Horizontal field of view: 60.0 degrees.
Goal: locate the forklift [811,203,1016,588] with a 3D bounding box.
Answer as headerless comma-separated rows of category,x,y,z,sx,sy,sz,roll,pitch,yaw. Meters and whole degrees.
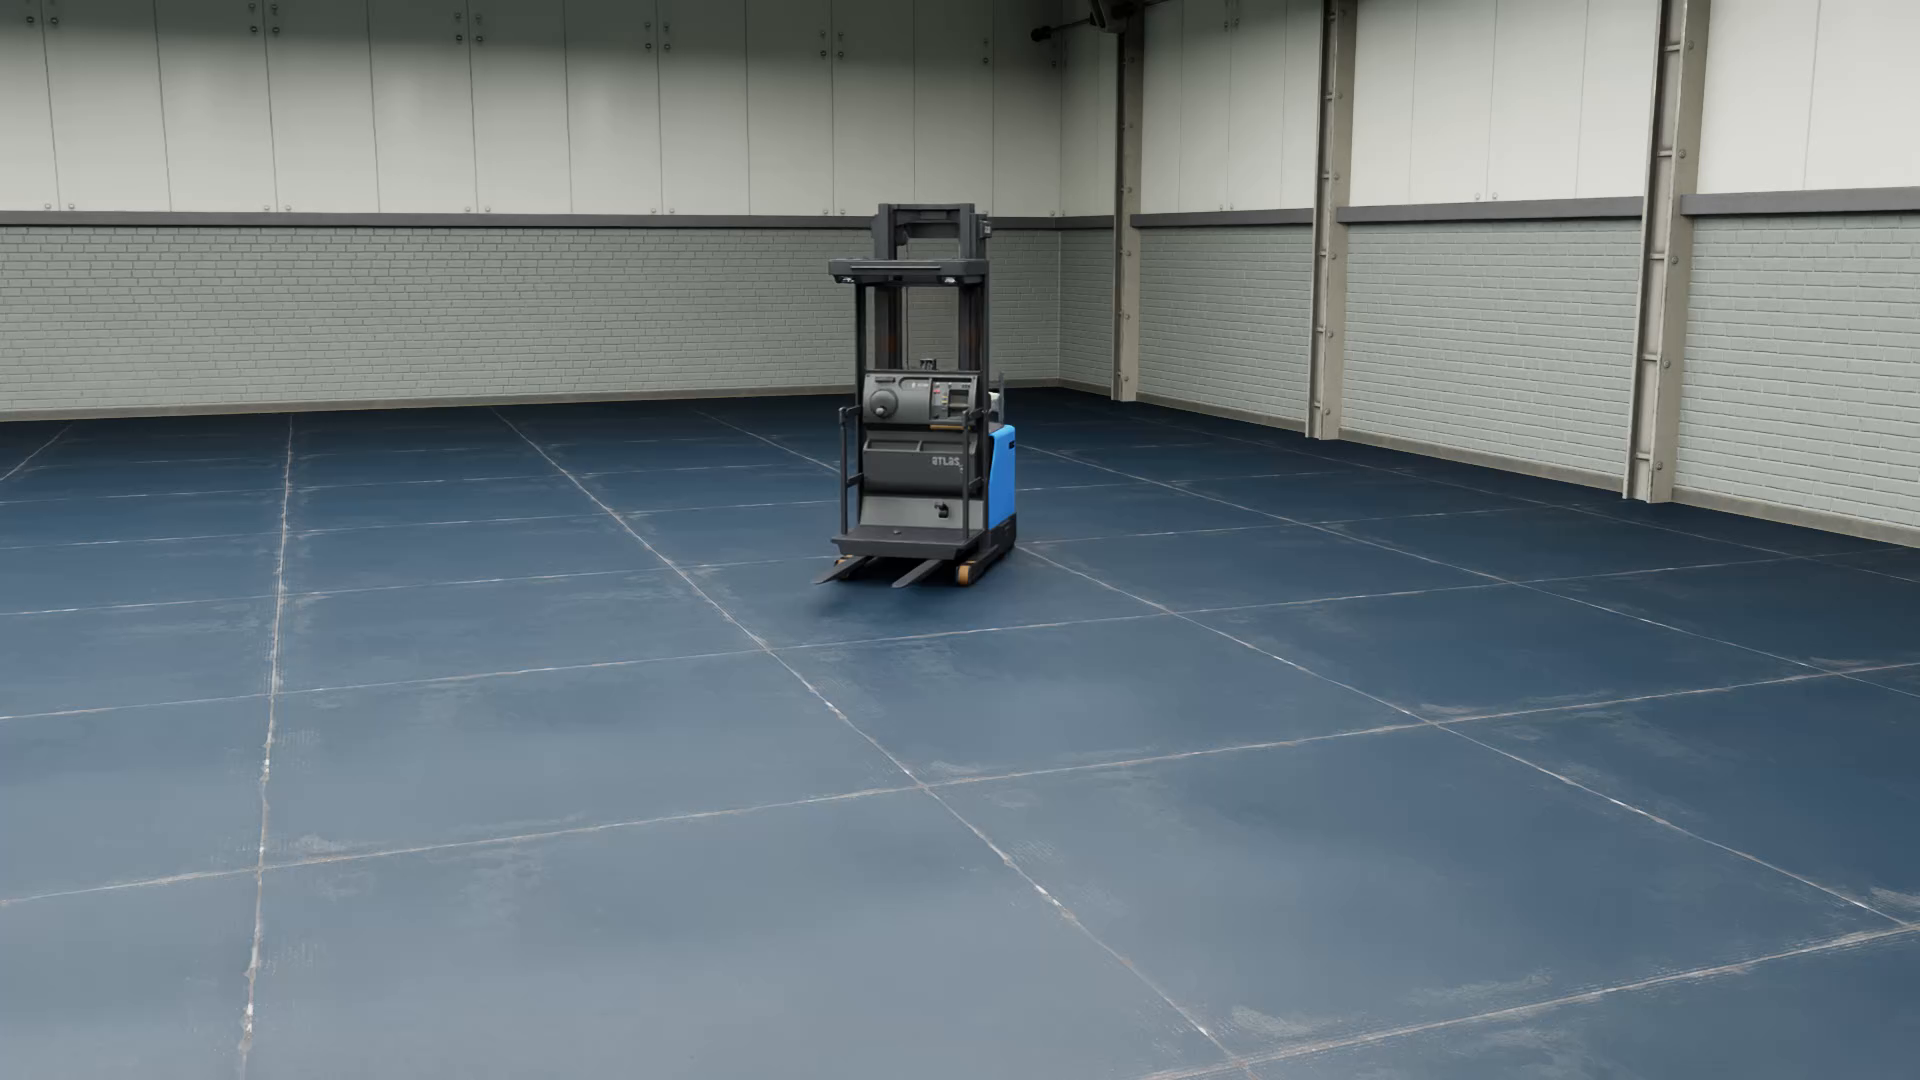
forklift,-0.368,-1.160,13.074,1.130,2.935,3.031,3,10,14

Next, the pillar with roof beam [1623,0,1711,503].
pillar with roof beam,3.130,-4.576,14.948,9.100,9.000,0.400,-4,11,-21

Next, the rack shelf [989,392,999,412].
rack shelf,0.049,-1.178,15.029,0.431,0.370,0.720,-5,11,-24

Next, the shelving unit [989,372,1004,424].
shelving unit,0.049,-0.793,15.097,0.431,1.500,0.755,-5,11,-24

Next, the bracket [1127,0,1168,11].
bracket,3.547,-8.069,24.309,0.076,0.066,4.783,-4,11,-21

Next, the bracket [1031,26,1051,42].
bracket,1.454,-9.012,29.610,0.235,0.232,0.430,-4,11,-21

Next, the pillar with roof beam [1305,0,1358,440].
pillar with roof beam,0.956,-5.555,20.454,9.100,9.000,0.400,-4,11,-21

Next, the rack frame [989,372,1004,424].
rack frame,0.202,-0.735,14.770,0.400,1.500,0.023,-5,11,-24

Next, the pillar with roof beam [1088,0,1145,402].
pillar with roof beam,-1.218,-6.534,25.960,9.100,9.000,0.548,-4,11,-21

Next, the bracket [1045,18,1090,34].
bracket,1.668,-8.915,29.068,0.076,0.066,3.189,-4,11,-21

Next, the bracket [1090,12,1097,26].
bracket,2.313,-8.625,27.435,0.235,0.232,0.430,-4,11,-21

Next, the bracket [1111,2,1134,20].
bracket,2.614,-8.489,26.673,0.235,0.232,0.430,-4,11,-21
